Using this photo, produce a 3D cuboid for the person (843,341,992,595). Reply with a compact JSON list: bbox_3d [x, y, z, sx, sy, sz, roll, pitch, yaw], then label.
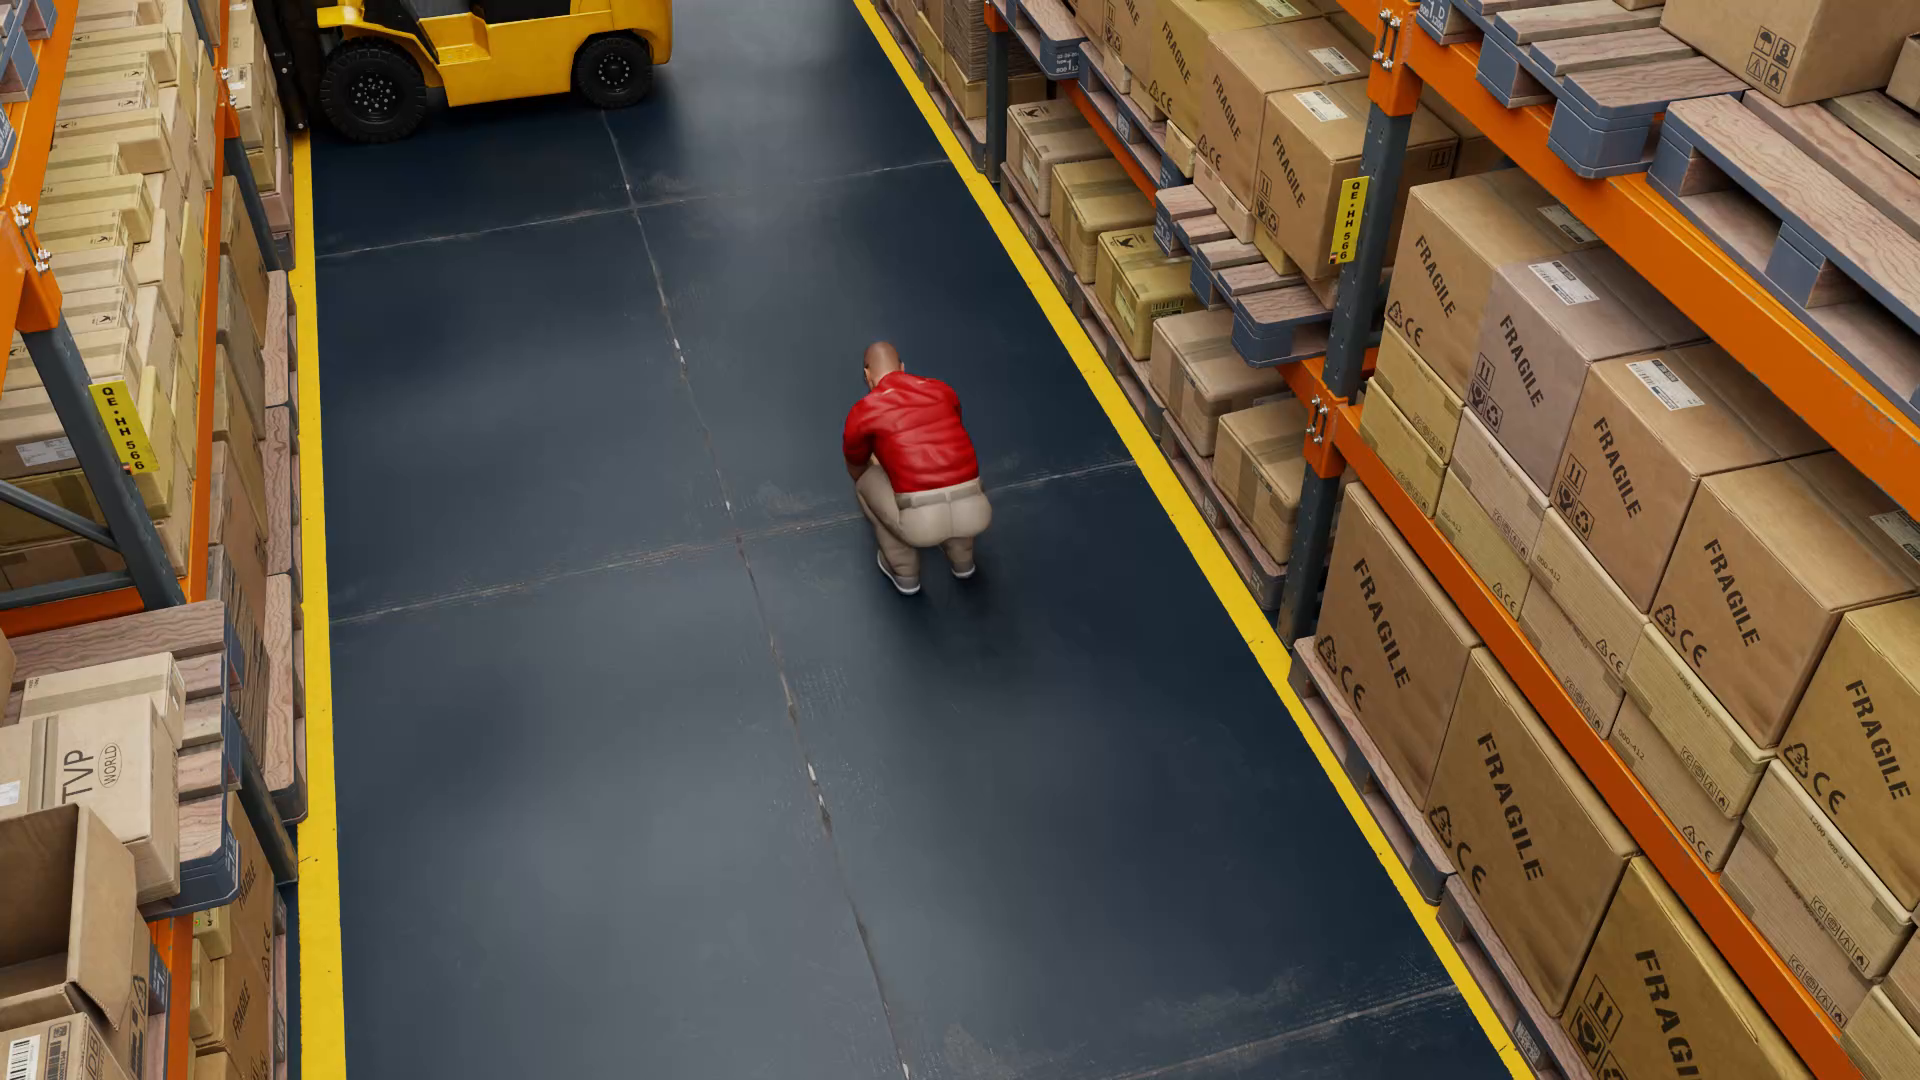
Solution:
[{"bbox_3d":[-0.189,-0.284,7.113,0.556,0.901,0.860,-12,43,-13],"label":"person"}]
